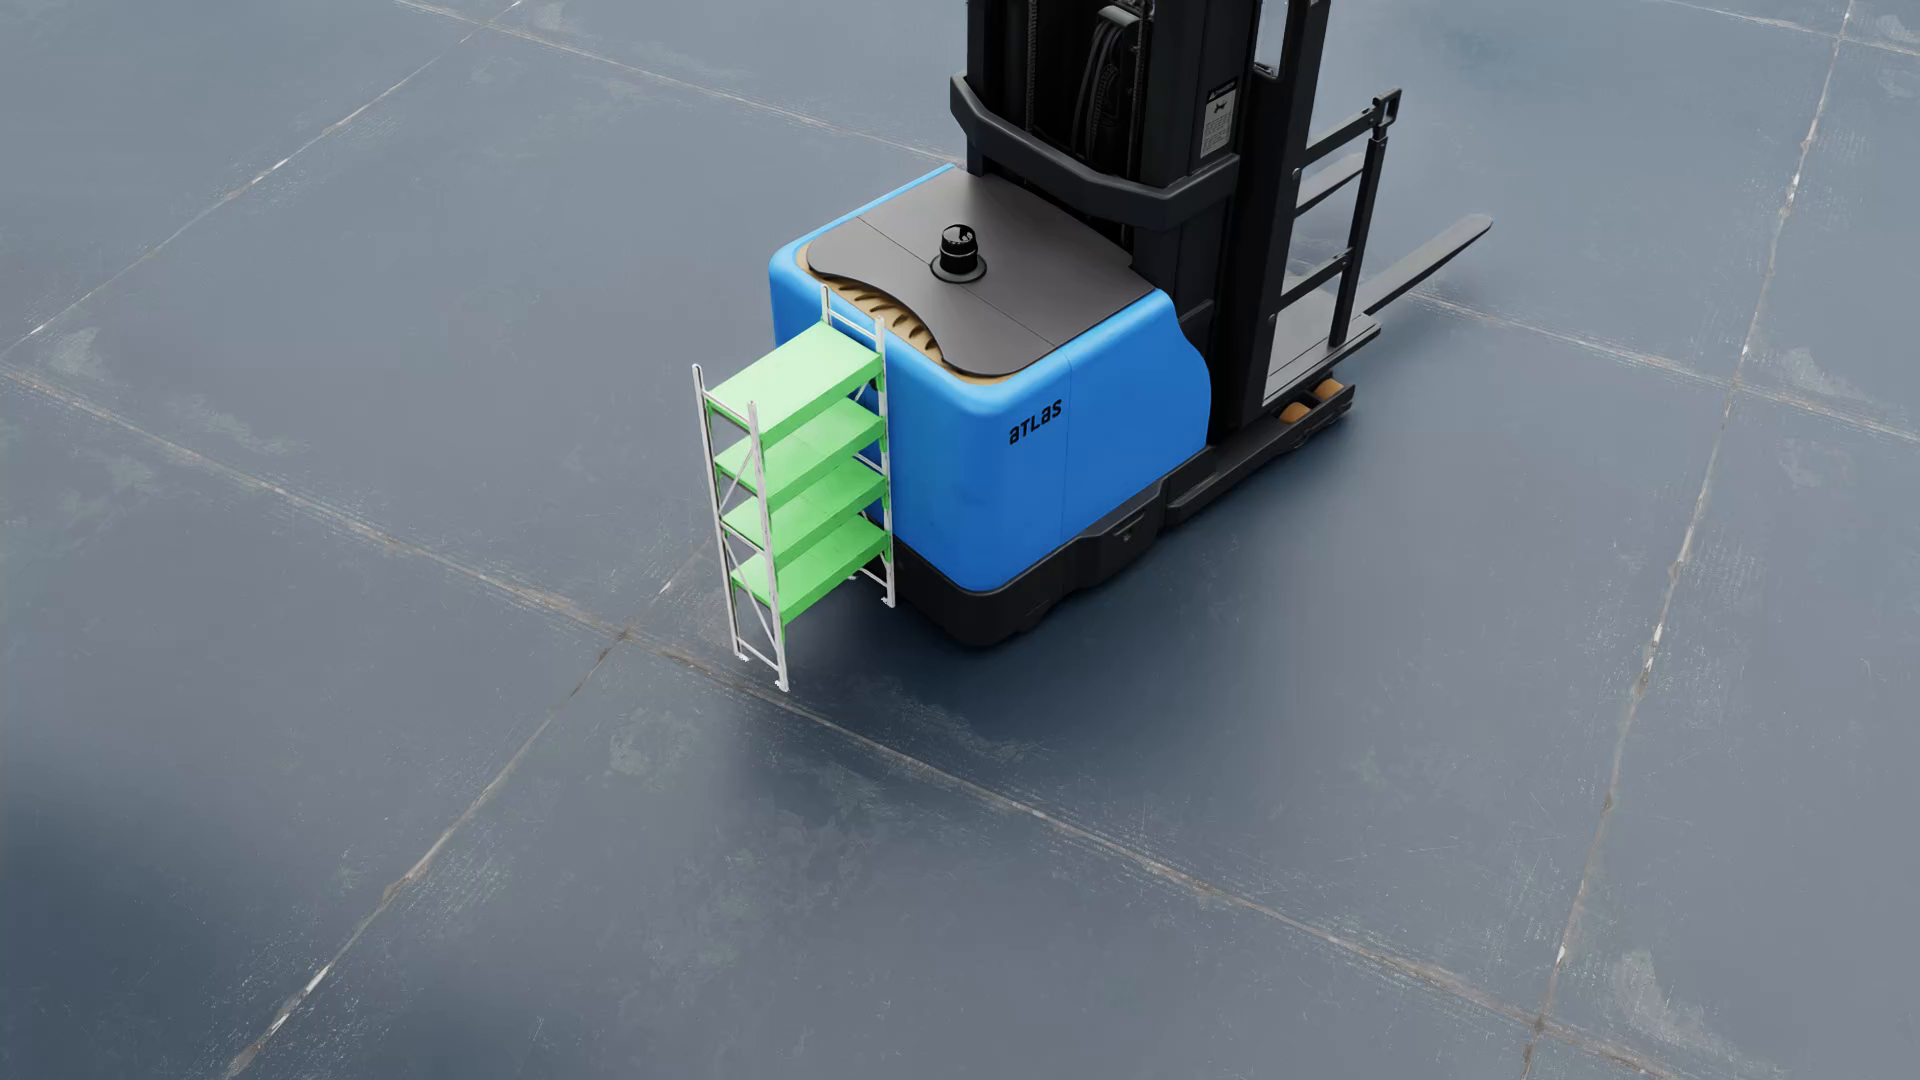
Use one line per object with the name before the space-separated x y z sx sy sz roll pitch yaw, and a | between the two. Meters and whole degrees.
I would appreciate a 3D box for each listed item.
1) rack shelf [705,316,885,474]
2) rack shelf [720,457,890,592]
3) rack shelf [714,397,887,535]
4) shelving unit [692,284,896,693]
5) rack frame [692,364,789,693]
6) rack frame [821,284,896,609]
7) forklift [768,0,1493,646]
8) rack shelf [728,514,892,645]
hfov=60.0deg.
rack shelf | -0.472 -0.420 4.736 0.258 0.148 0.480 33 54 28
rack shelf | -0.472 -0.082 5.077 0.258 0.148 0.480 33 54 28
rack shelf | -0.472 -0.251 4.907 0.258 0.148 0.480 33 54 28
shelving unit | -0.472 -0.127 5.032 0.258 1.200 0.503 33 54 28
rack frame | -0.637 0.001 4.905 0.240 1.200 0.015 33 54 28
rack frame | -0.308 -0.255 5.159 0.240 1.200 0.015 33 54 28
forklift | 0.817 -1.612 5.283 3.031 2.935 1.130 -33 54 -28
rack shelf | -0.472 0.087 5.248 0.258 0.148 0.480 33 54 28
